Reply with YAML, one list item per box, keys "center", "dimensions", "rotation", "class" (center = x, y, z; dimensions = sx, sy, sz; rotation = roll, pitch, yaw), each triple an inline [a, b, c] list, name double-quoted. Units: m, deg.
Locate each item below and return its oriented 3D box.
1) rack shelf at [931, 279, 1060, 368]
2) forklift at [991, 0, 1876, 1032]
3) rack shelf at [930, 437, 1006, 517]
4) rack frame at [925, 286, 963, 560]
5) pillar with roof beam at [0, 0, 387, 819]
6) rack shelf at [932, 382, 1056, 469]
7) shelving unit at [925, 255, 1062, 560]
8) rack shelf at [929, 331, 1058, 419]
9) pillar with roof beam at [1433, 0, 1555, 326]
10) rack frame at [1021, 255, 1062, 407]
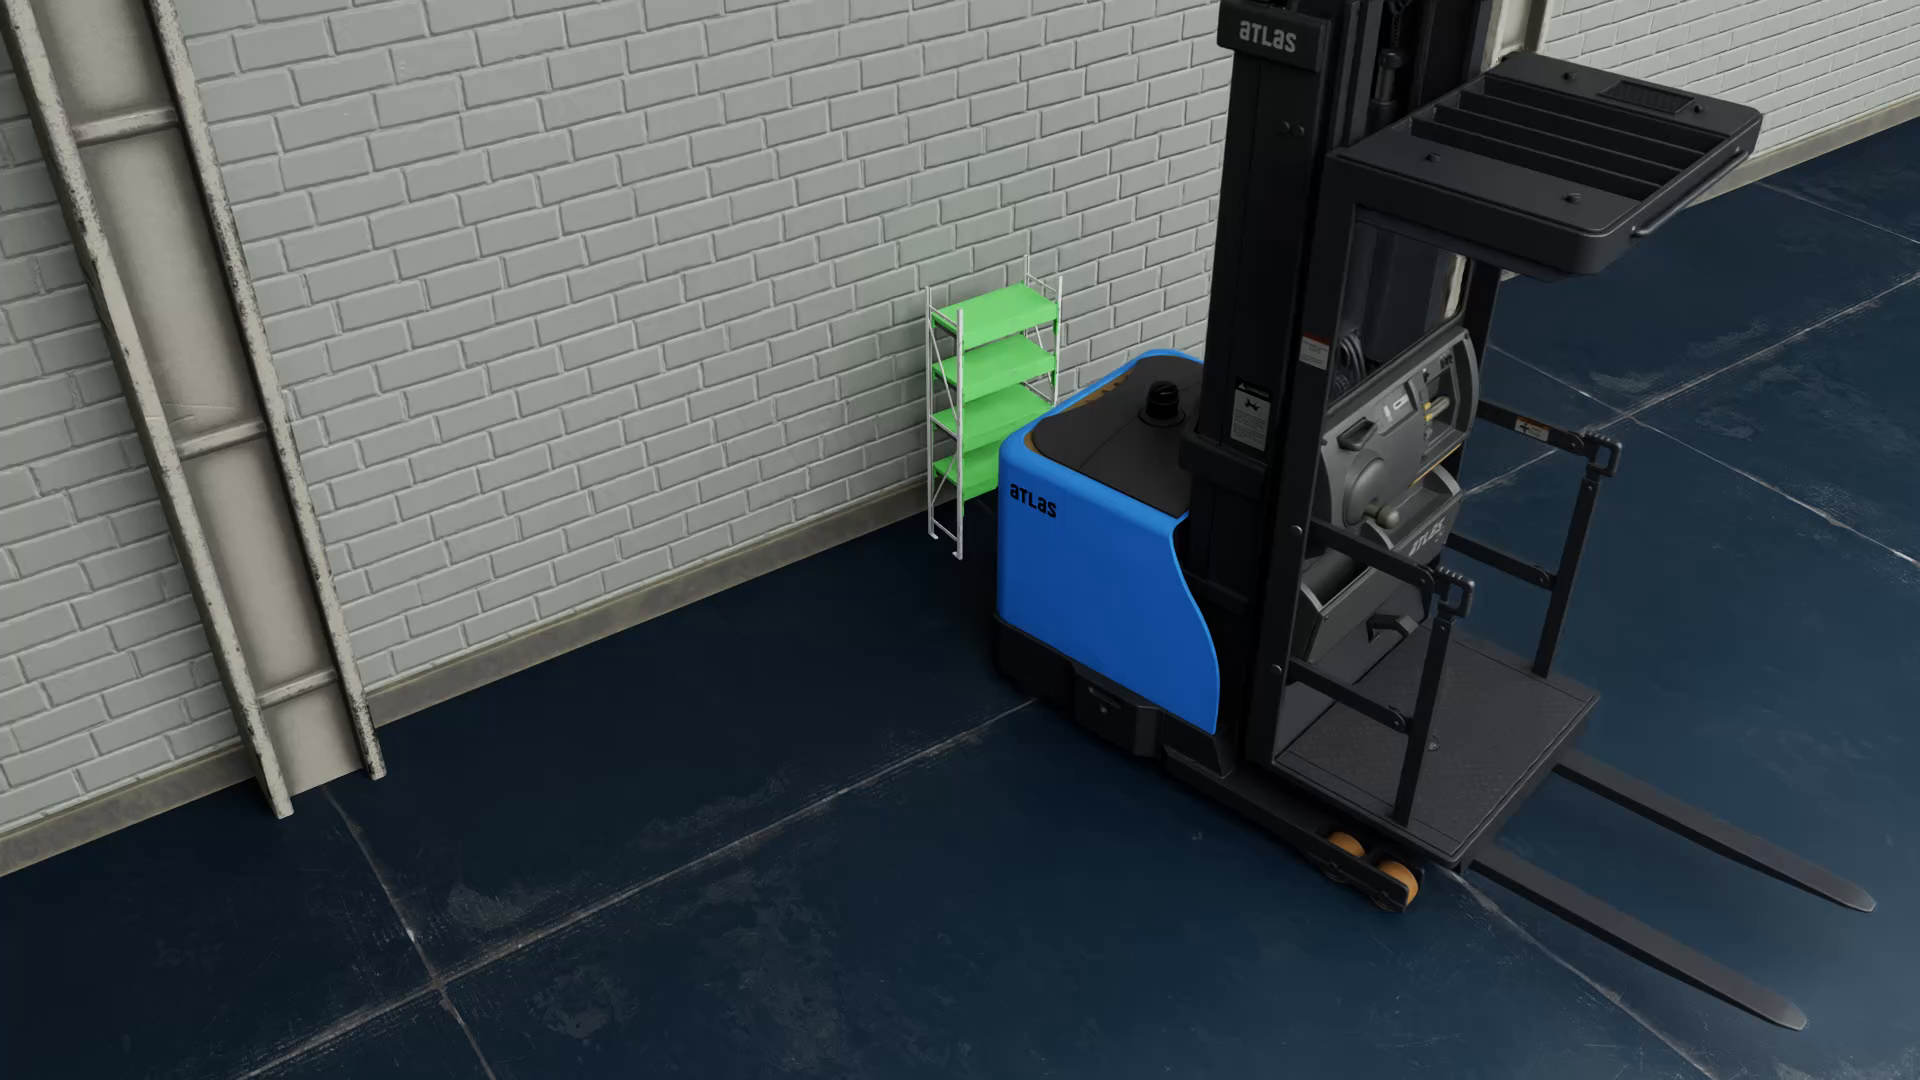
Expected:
- center: [0.135, -0.881, 6.734]
  dimensions: [0.480, 0.148, 0.258]
  rotation: [-22, 41, -28]
  class: "rack shelf"
- center: [1.557, -0.305, 5.164]
  dimensions: [3.031, 2.935, 1.130]
  rotation: [28, 44, 33]
  class: "forklift"
- center: [0.135, -0.296, 7.155]
  dimensions: [0.480, 0.148, 0.258]
  rotation: [-22, 41, -28]
  class: "rack shelf"
- center: [-0.064, -0.461, 6.863]
  dimensions: [0.015, 1.200, 0.240]
  rotation: [-22, 41, -28]
  class: "rack frame"
- center: [0.143, -0.750, 0.586]
  dimensions: [0.400, 9.000, 9.100]
  rotation: [-22, 41, -28]
  class: "pillar with roof beam"
- center: [0.135, -0.491, 7.014]
  dimensions: [0.480, 0.148, 0.258]
  rotation: [-22, 41, -28]
  class: "rack shelf"
- center: [0.135, -0.543, 6.977]
  dimensions: [0.503, 1.200, 0.258]
  rotation: [-22, 41, -28]
  class: "shelving unit"
- center: [0.135, -0.686, 6.874]
  dimensions: [0.480, 0.148, 0.258]
  rotation: [-22, 41, -28]
  class: "rack shelf"
- center: [5.048, -2.768, 3.392]
  dimensions: [0.400, 9.000, 9.100]
  rotation: [-22, 41, -28]
  class: "pillar with roof beam"
- center: [0.335, -0.625, 7.091]
  dimensions: [0.015, 1.200, 0.240]
  rotation: [-22, 41, -28]
  class: "rack frame"
